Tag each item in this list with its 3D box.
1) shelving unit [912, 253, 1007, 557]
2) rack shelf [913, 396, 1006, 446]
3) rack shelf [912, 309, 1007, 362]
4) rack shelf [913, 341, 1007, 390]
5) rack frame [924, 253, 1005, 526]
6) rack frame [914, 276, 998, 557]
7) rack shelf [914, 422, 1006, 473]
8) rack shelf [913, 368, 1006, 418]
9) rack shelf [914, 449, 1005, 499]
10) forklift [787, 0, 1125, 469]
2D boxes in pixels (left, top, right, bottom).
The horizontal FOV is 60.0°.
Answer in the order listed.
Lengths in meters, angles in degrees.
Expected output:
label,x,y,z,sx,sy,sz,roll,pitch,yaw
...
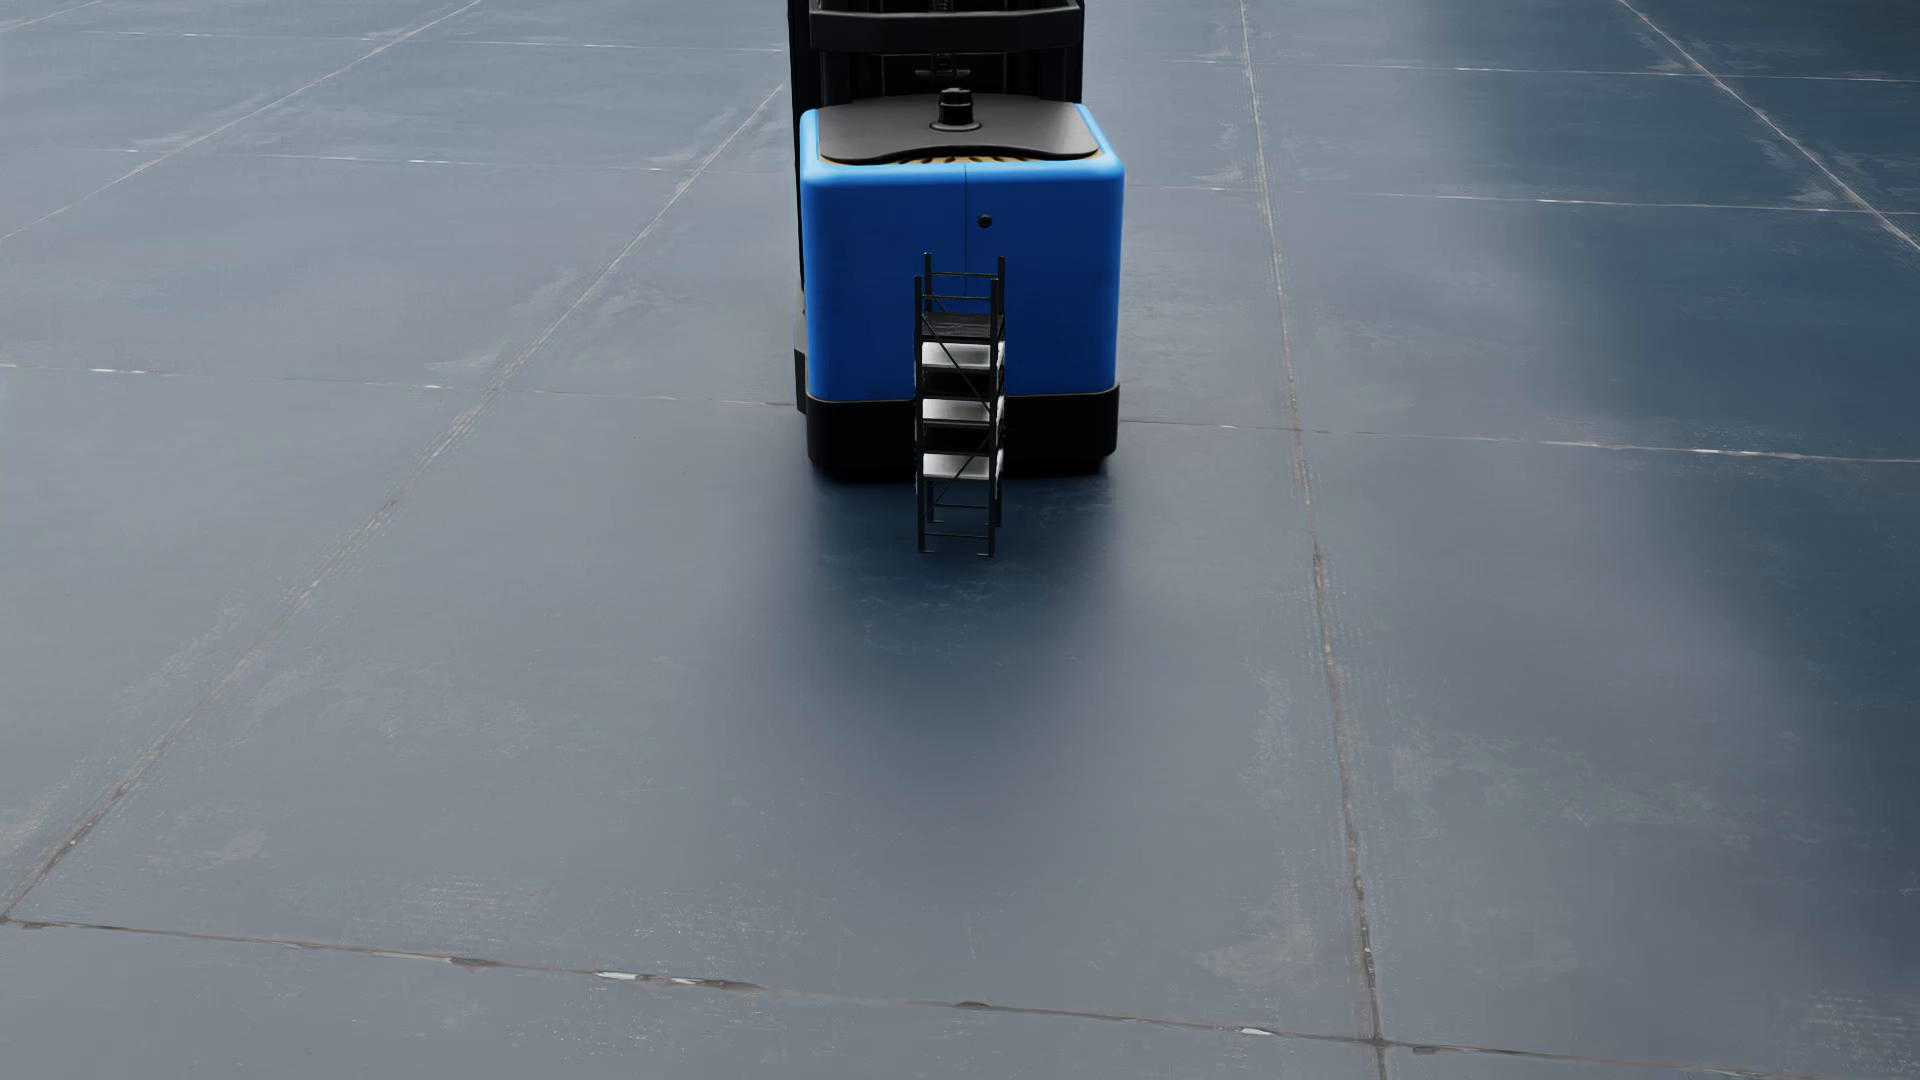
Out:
label,x,y,z,sx,sy,sz,roll,pitch,yaw
shelving unit,0.001,-0.400,5.044,0.258,0.900,0.210,3,28,6
rack shelf,0.001,-0.371,5.059,0.258,0.077,0.200,3,28,6
rack shelf,0.001,-0.608,4.931,0.258,0.077,0.200,3,28,6
rack shelf,0.001,-0.529,4.974,0.258,0.077,0.200,3,28,6
rack frame,0.013,-0.448,5.132,0.240,0.900,0.006,3,28,6
rack frame,-0.011,-0.352,4.955,0.240,0.900,0.006,3,28,6
rack shelf,0.001,-0.291,5.102,0.258,0.077,0.200,3,28,6
rack shelf,0.001,-0.450,5.017,0.258,0.077,0.200,3,28,6
rack shelf,0.001,-0.212,5.145,0.258,0.077,0.200,3,28,6
forklift,-0.109,-2.197,6.237,1.130,2.935,3.031,-2,28,-4
